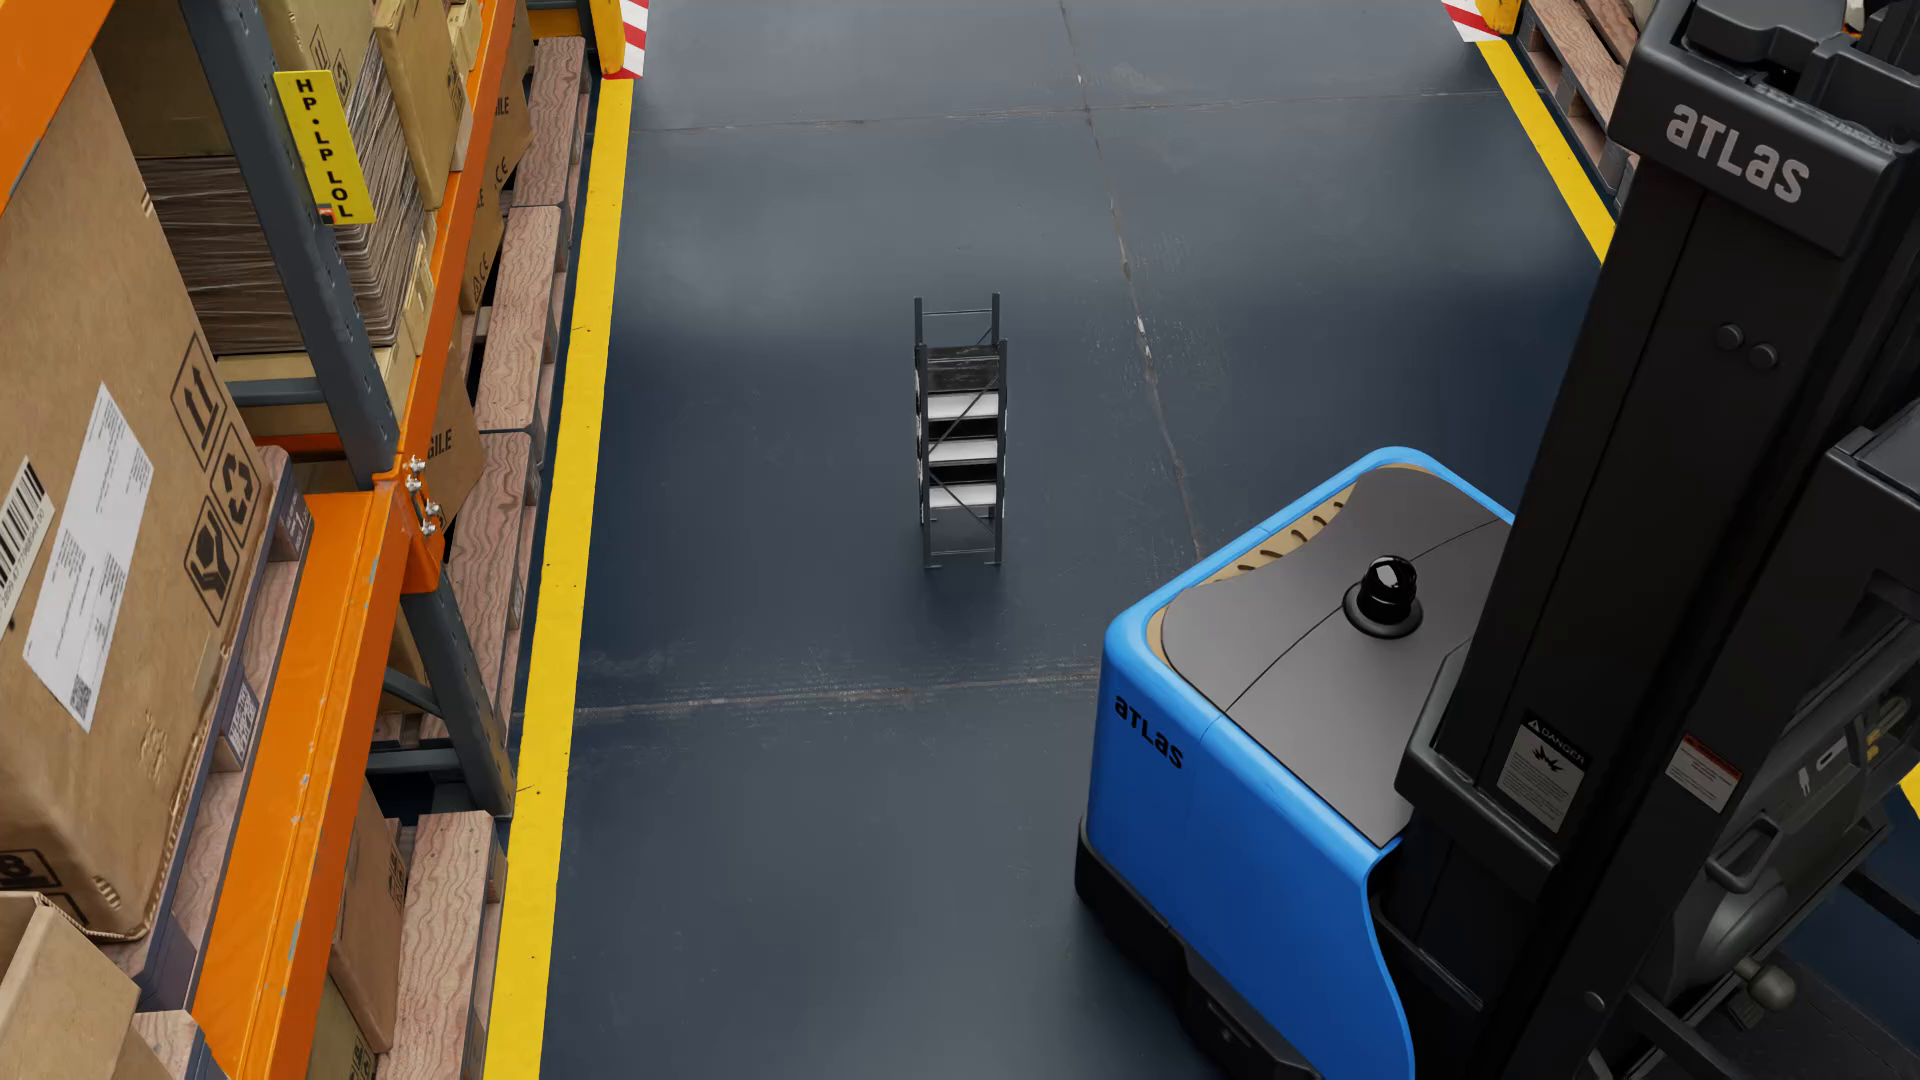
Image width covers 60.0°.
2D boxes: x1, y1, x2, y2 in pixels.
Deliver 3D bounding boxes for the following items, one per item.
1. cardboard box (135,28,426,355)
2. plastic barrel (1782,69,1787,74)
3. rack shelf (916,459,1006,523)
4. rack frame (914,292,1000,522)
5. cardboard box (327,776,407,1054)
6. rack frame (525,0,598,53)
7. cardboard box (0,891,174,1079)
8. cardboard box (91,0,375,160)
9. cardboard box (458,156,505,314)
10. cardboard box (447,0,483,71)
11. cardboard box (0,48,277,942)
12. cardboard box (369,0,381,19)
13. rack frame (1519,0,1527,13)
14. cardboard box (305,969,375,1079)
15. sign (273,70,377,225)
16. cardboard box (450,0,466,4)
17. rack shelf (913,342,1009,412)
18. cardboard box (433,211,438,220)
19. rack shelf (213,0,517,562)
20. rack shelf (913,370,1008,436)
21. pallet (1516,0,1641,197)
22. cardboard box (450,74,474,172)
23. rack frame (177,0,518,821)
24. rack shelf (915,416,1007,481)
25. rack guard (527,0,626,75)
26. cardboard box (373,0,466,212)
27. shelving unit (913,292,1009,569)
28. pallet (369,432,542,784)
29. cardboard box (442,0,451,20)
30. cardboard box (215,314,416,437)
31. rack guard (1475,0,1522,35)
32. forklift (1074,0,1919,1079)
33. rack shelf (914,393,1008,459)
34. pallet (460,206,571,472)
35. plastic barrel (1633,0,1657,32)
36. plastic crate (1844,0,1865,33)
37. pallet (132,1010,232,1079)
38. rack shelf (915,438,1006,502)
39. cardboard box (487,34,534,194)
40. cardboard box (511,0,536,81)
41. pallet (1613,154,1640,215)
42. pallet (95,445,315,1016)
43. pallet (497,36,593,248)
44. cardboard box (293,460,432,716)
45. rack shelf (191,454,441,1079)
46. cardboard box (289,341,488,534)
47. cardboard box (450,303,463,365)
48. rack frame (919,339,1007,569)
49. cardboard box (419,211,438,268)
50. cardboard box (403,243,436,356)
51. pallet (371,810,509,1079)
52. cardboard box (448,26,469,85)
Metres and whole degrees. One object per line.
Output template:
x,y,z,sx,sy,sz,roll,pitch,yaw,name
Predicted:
-1.697,-0.750,3.621,0.875,0.500,0.500,-3,47,-3,cardboard box
3.053,-1.934,6.440,0.421,0.512,0.421,0,47,0,plastic barrel
0.001,-0.157,5.073,0.258,0.077,0.200,-3,47,-3,rack shelf
-0.008,-0.377,4.987,0.240,0.900,0.006,-3,47,-3,rack frame
-1.691,0.870,3.779,0.700,0.500,0.500,-7,47,-6,cardboard box
-2.056,-3.178,6.194,1.000,3.000,0.127,-3,47,-3,rack frame
-1.484,0.784,2.081,0.797,0.503,0.637,1,47,1,cardboard box
-1.505,-1.106,3.269,0.500,0.500,0.500,-3,47,-3,cardboard box
-1.902,-1.126,5.683,0.500,0.500,0.500,0,47,0,cardboard box
-1.578,-1.456,4.736,0.380,0.149,0.250,-3,47,-3,cardboard box
-1.794,-0.052,2.531,1.000,1.000,1.000,-3,47,-3,cardboard box
-1.548,-1.467,3.611,0.500,0.500,0.500,-3,47,-3,cardboard box
2.880,-3.479,6.479,1.000,3.000,0.127,-3,47,-3,rack frame
-1.670,1.216,3.451,0.700,0.500,0.500,-4,47,-4,cardboard box
-1.168,-0.719,3.067,0.100,0.325,0.005,-3,47,-3,sign
-1.846,-1.834,4.647,0.875,0.500,0.500,-3,47,-3,cardboard box
0.001,-0.466,4.746,0.258,0.077,0.200,-3,47,-3,rack shelf
-1.526,-0.913,4.222,0.380,0.149,0.250,-3,47,-3,cardboard box
-1.888,-1.484,5.085,1.077,0.370,4.000,-3,47,-3,rack shelf
0.001,-0.404,4.811,0.258,0.077,0.200,-3,47,-3,rack shelf
2.996,-1.880,6.885,1.003,0.211,1.213,-3,47,-3,pallet
-1.506,-1.096,4.395,0.380,0.149,0.250,-3,47,-3,cardboard box
-1.721,-0.284,3.453,1.000,3.000,0.127,-3,47,-3,rack frame
0.001,-0.281,4.942,0.258,0.077,0.200,-3,47,-3,rack shelf
-2.049,-2.264,7.050,1.175,0.500,0.348,-3,47,-3,rack guard
-1.704,-1.114,3.966,0.875,0.500,0.500,-3,47,-3,cardboard box
0.001,-0.304,4.918,0.258,0.900,0.210,-3,47,-3,shelving unit
-1.812,0.191,4.924,1.003,0.211,1.213,-3,47,-3,pallet
-1.846,-1.470,4.302,0.875,0.500,0.500,-3,47,-3,cardboard box
-1.439,-0.372,3.709,0.380,0.149,0.250,-3,47,-3,cardboard box
2.933,-2.568,7.337,1.175,0.500,0.348,-3,47,-3,rack guard
1.611,0.532,2.727,1.130,2.935,3.031,-30,54,-26,forklift
0.001,-0.343,4.877,0.258,0.077,0.200,-3,47,-3,rack shelf
-1.917,-0.694,5.762,1.003,0.211,1.213,-3,47,-3,pallet
3.011,-2.297,6.784,0.421,0.512,0.421,0,47,0,plastic barrel
2.827,-1.654,4.932,0.530,0.136,0.437,-3,47,-3,plastic crate
-1.592,1.246,2.136,1.003,0.211,1.213,-3,47,-3,pallet
0.001,-0.219,5.007,0.258,0.077,0.200,-3,47,-3,rack shelf
-1.936,-1.580,6.113,0.500,0.500,0.500,8,47,7,cardboard box
-2.020,-2.010,6.520,0.500,0.500,0.500,4,47,4,cardboard box
3.095,-1.000,6.051,1.003,0.211,1.213,-3,47,-3,pallet
-1.802,0.343,2.991,1.003,0.211,1.213,-3,47,-3,pallet
-2.016,-1.575,6.596,1.003,0.211,1.213,-3,47,-3,pallet
-1.714,0.139,4.485,0.500,0.500,0.500,-5,47,-5,cardboard box
-1.553,1.410,2.344,1.077,0.370,4.000,-3,47,-3,rack shelf
-1.770,-0.275,4.877,0.500,0.500,0.500,10,47,9,cardboard box
-1.900,-0.719,5.298,0.500,0.500,0.500,-7,47,-7,cardboard box
0.009,-0.230,4.848,0.240,0.900,0.006,-3,47,-3,rack frame
-1.495,-0.733,4.051,0.380,0.149,0.250,-3,47,-3,cardboard box
-1.447,-0.553,3.881,0.380,0.149,0.250,-3,47,-3,cardboard box
-1.654,1.238,3.932,1.003,0.211,1.213,-3,47,-3,pallet
-1.568,-1.275,4.564,0.380,0.149,0.250,-3,47,-3,cardboard box
